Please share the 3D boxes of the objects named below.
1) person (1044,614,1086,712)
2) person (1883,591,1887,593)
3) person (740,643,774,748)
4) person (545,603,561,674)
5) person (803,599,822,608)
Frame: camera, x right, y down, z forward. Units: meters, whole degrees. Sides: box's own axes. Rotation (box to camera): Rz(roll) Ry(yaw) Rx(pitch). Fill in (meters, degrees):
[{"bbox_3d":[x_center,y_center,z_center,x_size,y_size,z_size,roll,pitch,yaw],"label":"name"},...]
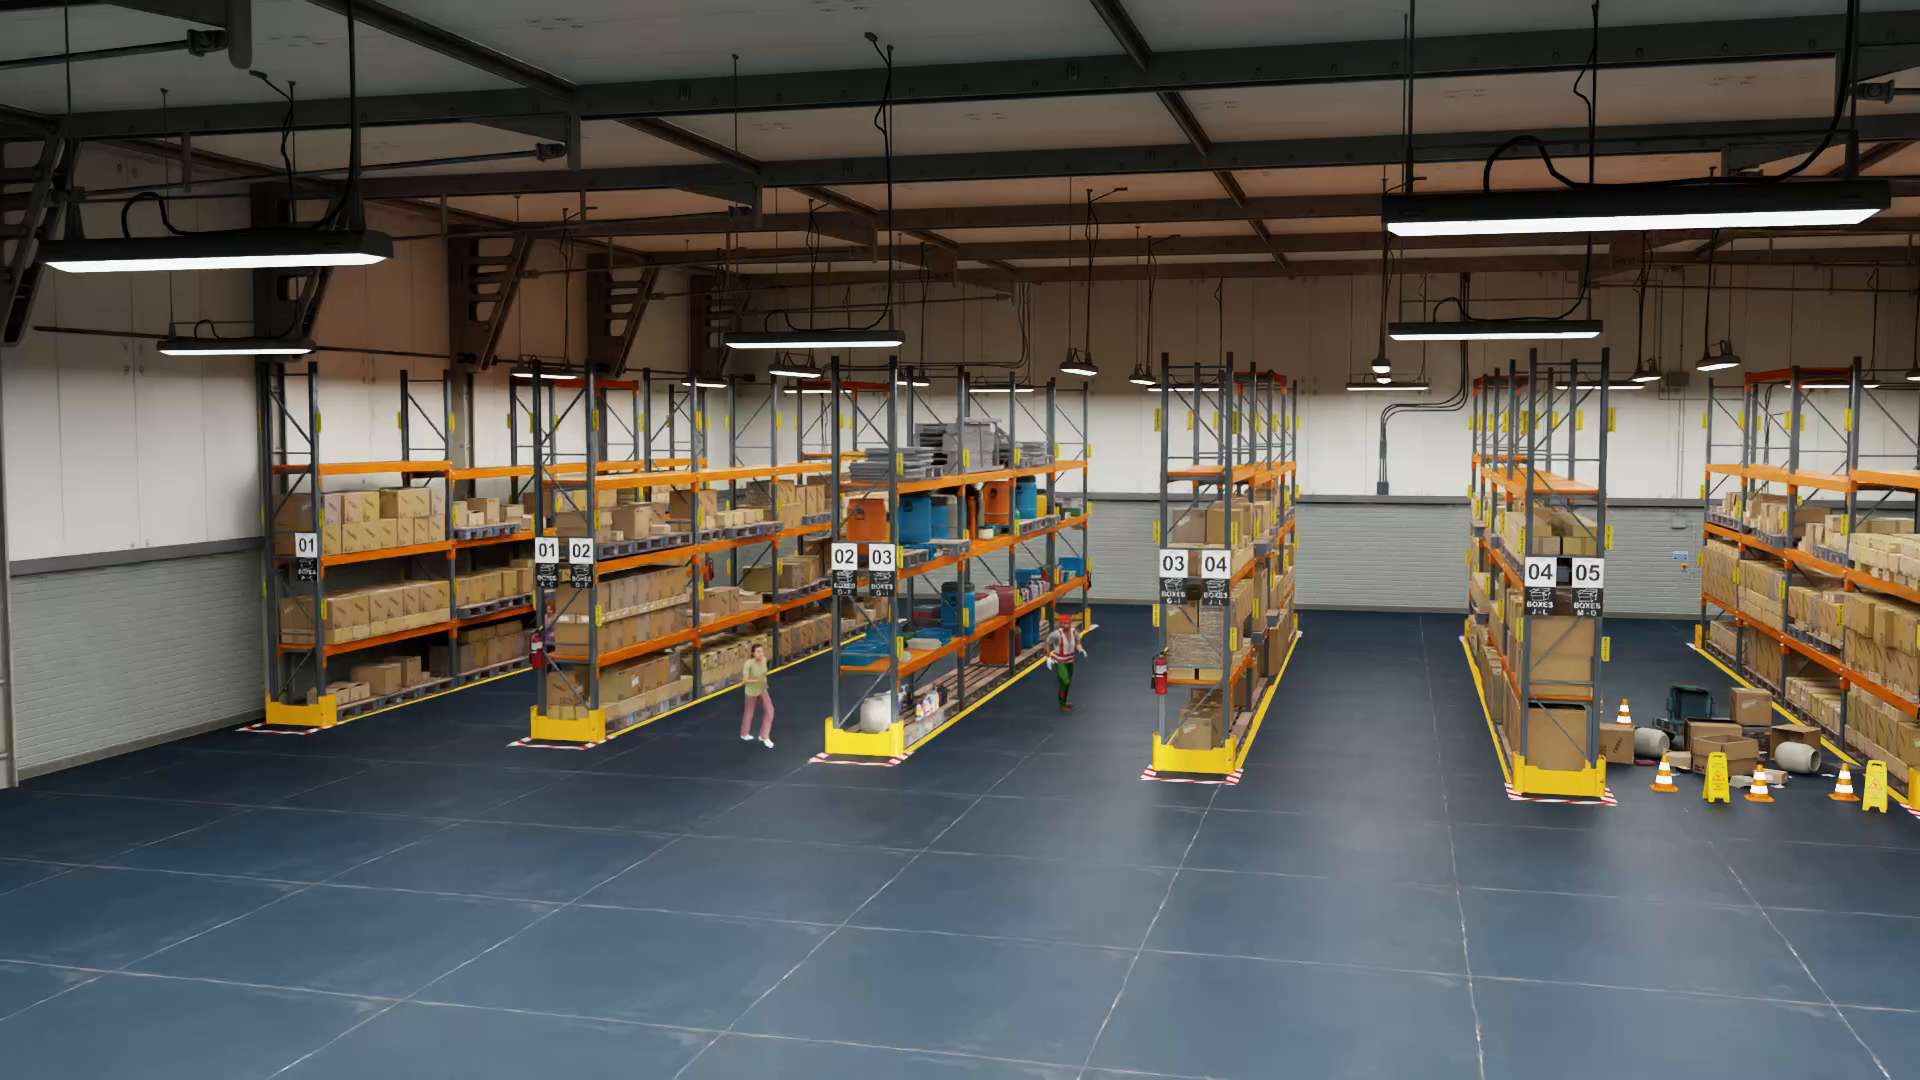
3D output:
[{"bbox_3d":[1.844,2.139,28.911,0.684,1.741,0.828,-3,5,-36],"label":"person"},{"bbox_3d":[18.852,1.827,33.595,0.615,1.639,0.698,-1,4,-13],"label":"person"},{"bbox_3d":[-3.171,2.378,25.682,0.504,1.614,0.914,-2,5,-30],"label":"person"},{"bbox_3d":[-7.705,1.996,31.350,0.564,1.624,0.758,0,4,0],"label":"person"},{"bbox_3d":[-3.791,1.128,43.166,0.802,1.733,0.602,2,5,29],"label":"person"}]
